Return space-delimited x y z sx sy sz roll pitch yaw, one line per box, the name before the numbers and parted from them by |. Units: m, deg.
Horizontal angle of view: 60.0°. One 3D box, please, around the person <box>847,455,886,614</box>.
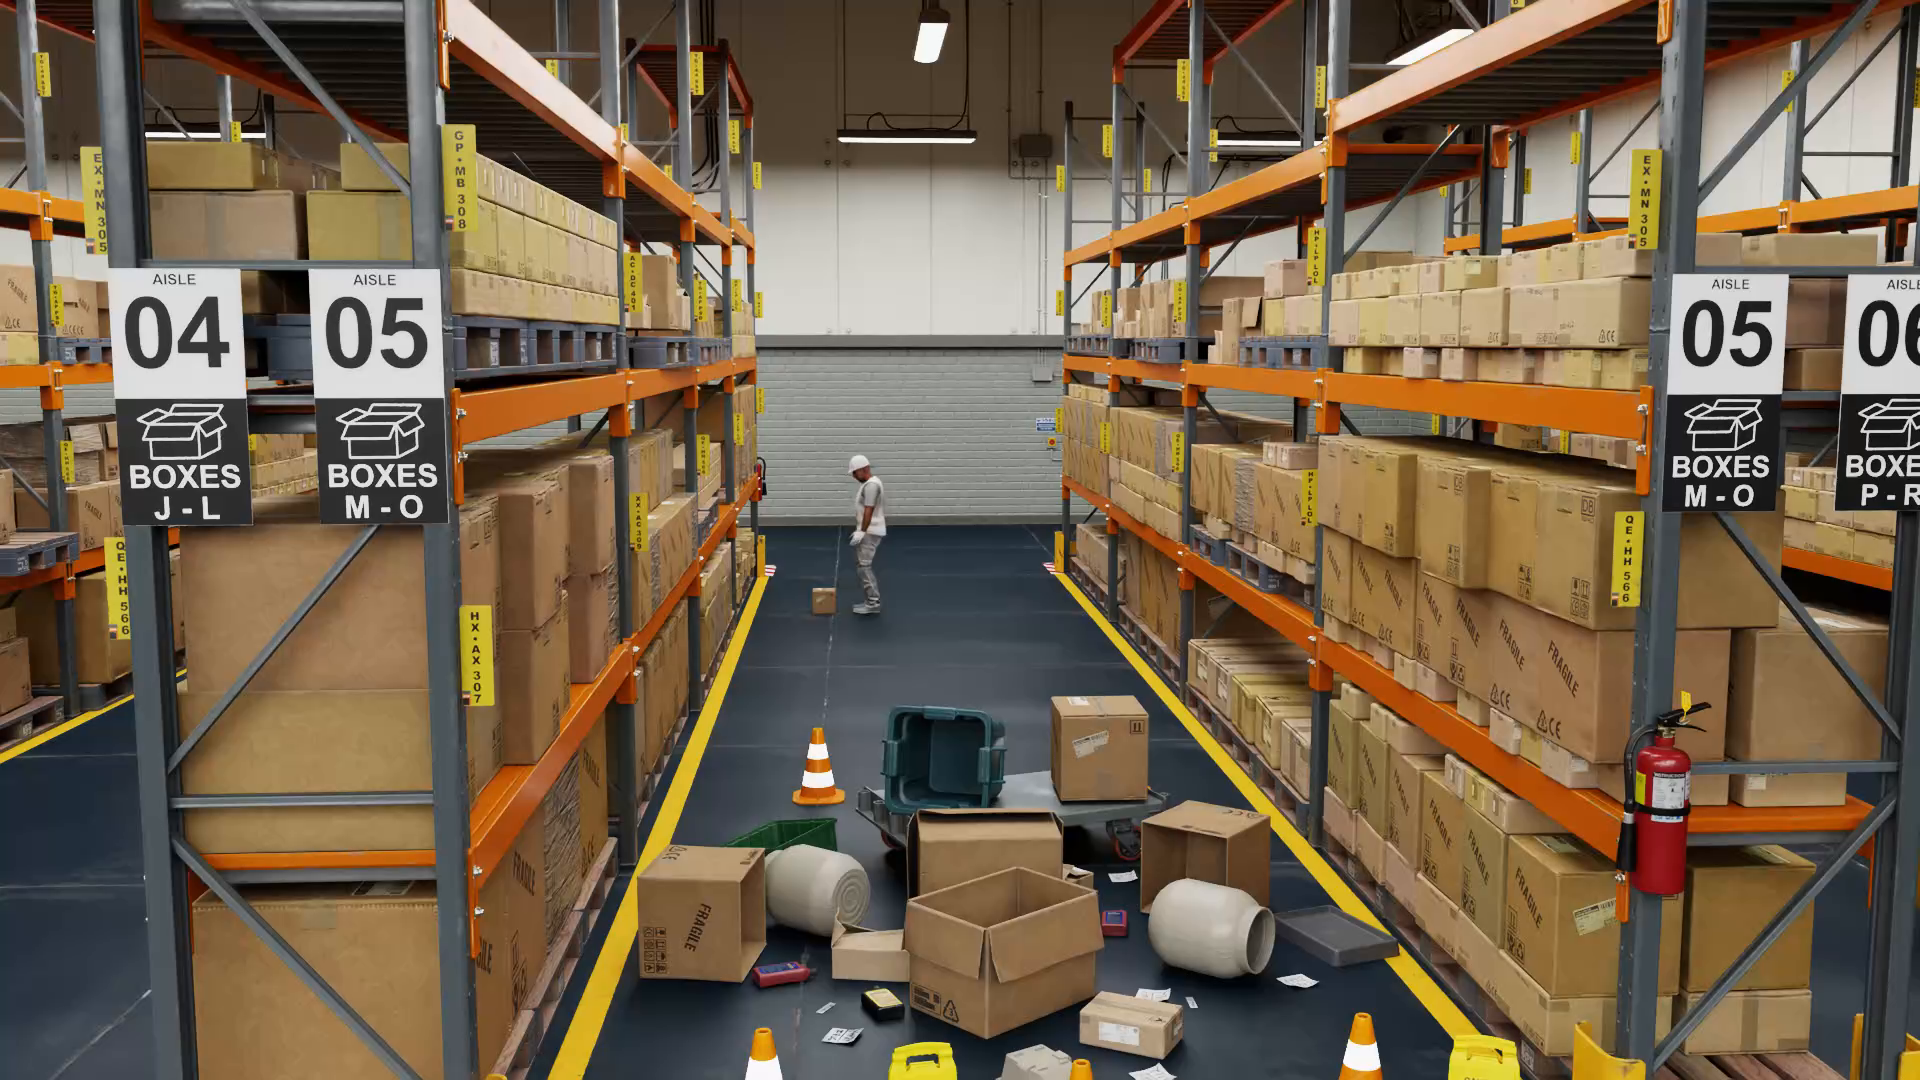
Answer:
person | -1.030 -0.065 18.367 0.427 1.749 0.566 0 7 -2
